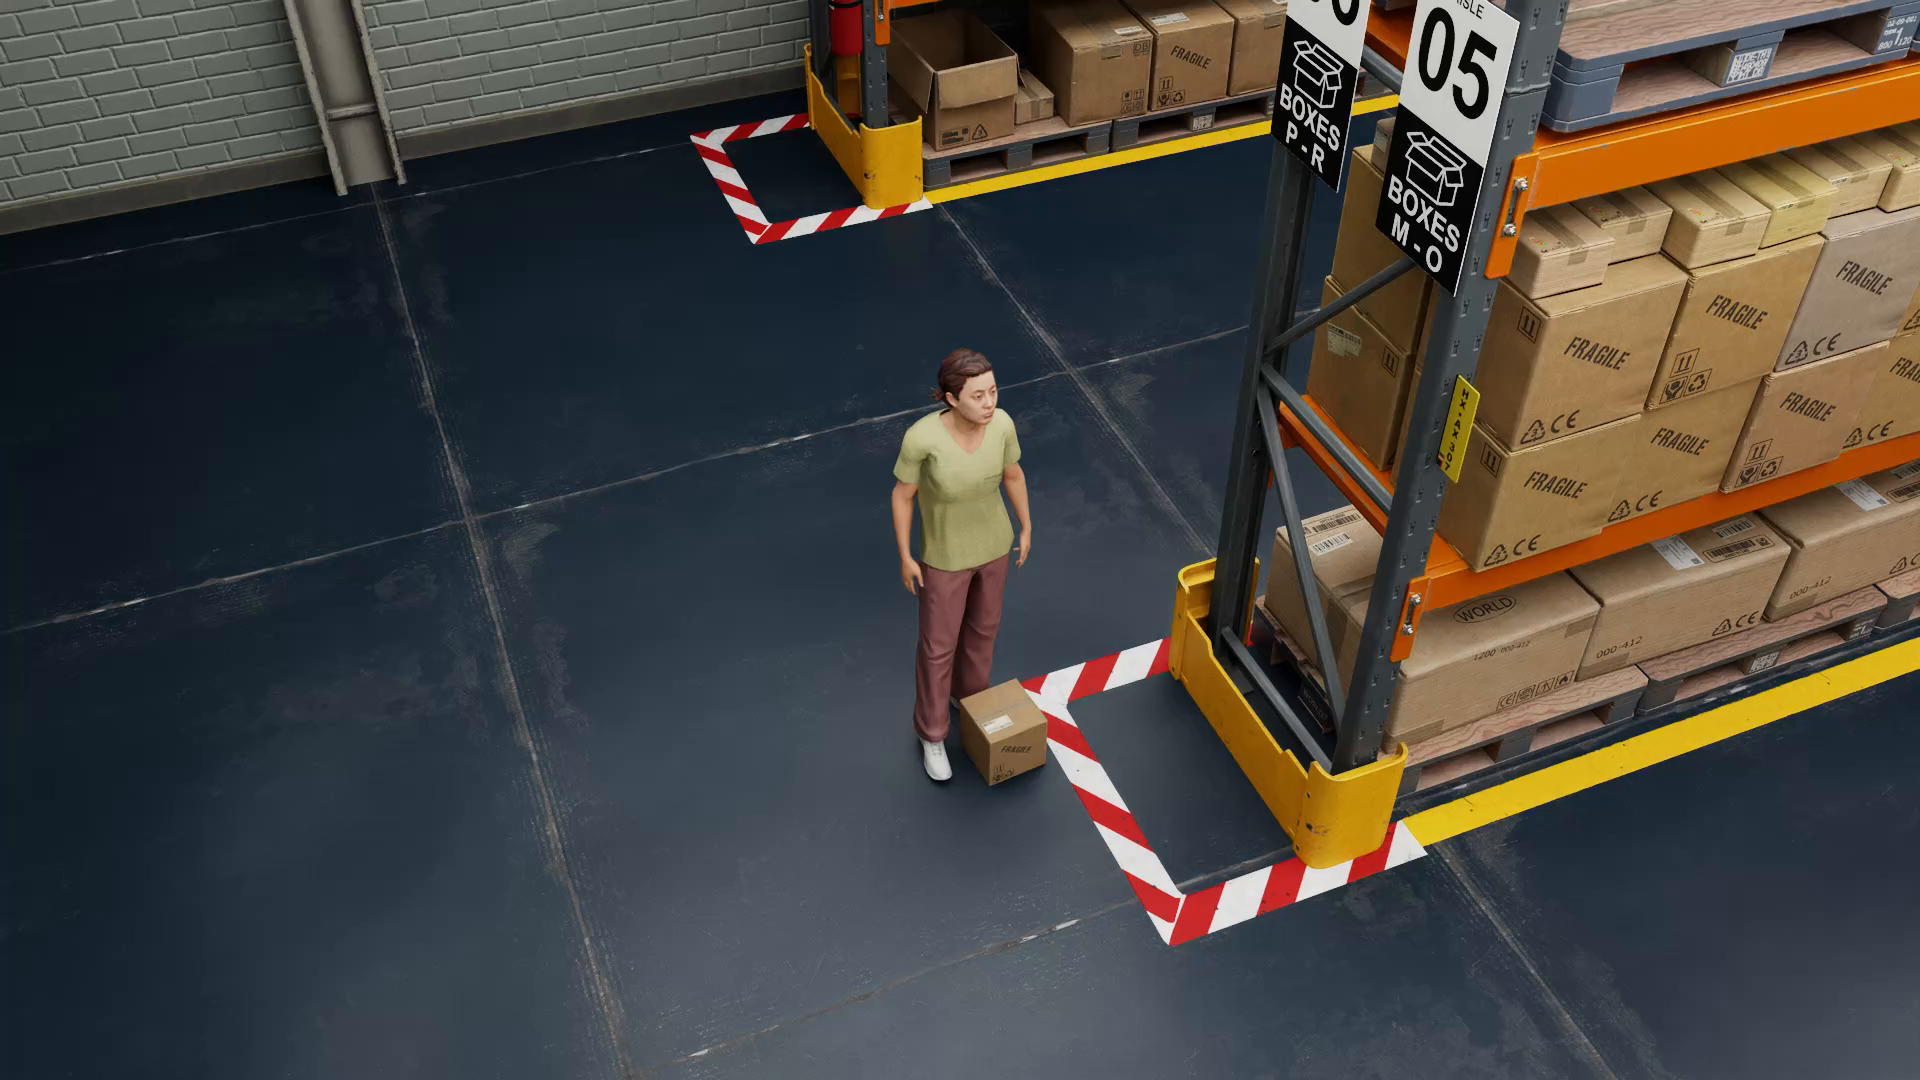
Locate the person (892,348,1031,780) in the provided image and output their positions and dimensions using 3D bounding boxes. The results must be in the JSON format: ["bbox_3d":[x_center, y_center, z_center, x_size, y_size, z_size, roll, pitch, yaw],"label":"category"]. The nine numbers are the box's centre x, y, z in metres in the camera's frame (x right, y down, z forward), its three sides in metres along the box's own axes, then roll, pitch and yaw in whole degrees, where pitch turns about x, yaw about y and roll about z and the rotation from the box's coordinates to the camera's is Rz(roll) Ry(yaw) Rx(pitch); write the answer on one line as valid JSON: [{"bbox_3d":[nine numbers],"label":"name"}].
[{"bbox_3d":[0.040,0.082,6.055,0.553,1.673,0.547,-17,45,-18],"label":"person"}]
